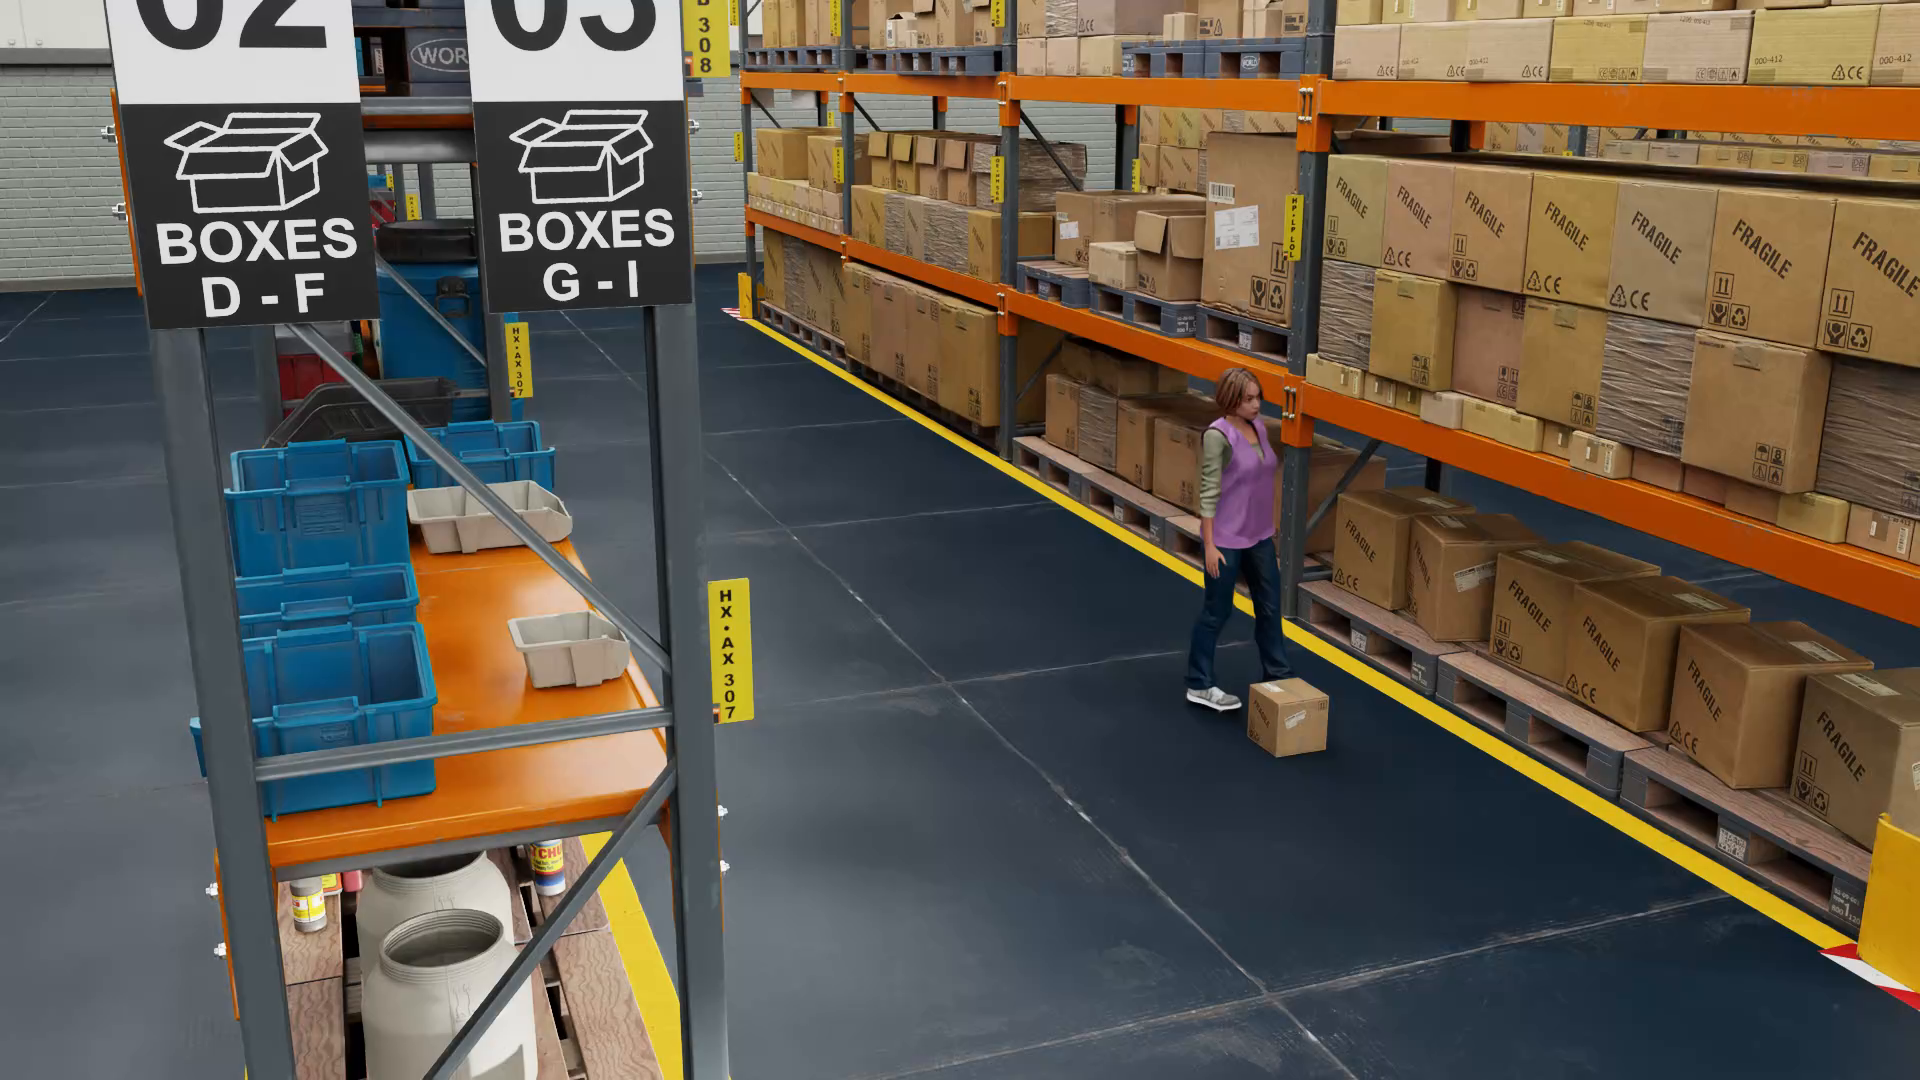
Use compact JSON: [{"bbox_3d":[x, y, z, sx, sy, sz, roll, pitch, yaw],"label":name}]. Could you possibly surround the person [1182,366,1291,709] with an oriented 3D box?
[{"bbox_3d":[1.313,0.019,7.470,0.425,1.600,0.581,-11,20,-35],"label":"person"}]
